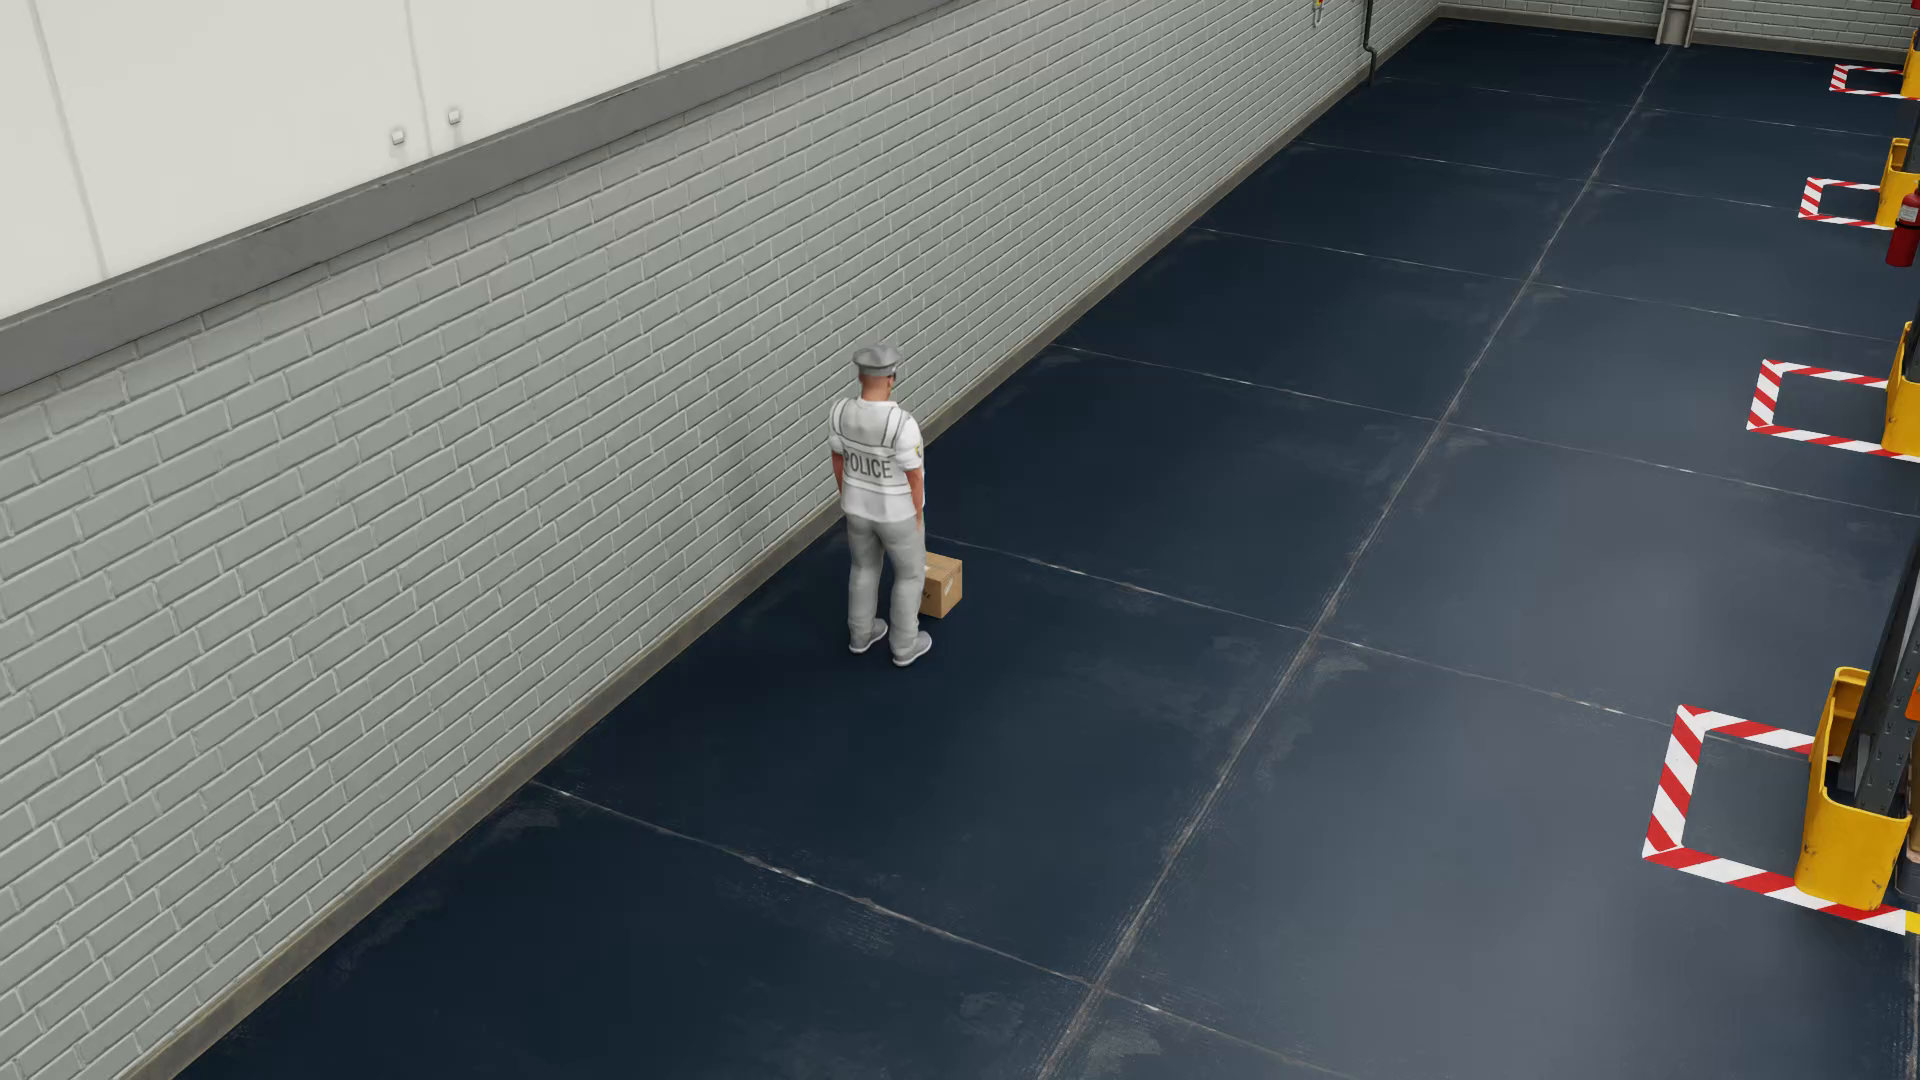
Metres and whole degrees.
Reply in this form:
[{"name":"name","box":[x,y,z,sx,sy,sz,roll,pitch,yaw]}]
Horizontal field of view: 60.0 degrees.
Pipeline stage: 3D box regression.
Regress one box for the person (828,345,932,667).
[{"name":"person","box":[-0.408,-0.172,8.602,0.530,1.740,0.391,15,33,24]}]
